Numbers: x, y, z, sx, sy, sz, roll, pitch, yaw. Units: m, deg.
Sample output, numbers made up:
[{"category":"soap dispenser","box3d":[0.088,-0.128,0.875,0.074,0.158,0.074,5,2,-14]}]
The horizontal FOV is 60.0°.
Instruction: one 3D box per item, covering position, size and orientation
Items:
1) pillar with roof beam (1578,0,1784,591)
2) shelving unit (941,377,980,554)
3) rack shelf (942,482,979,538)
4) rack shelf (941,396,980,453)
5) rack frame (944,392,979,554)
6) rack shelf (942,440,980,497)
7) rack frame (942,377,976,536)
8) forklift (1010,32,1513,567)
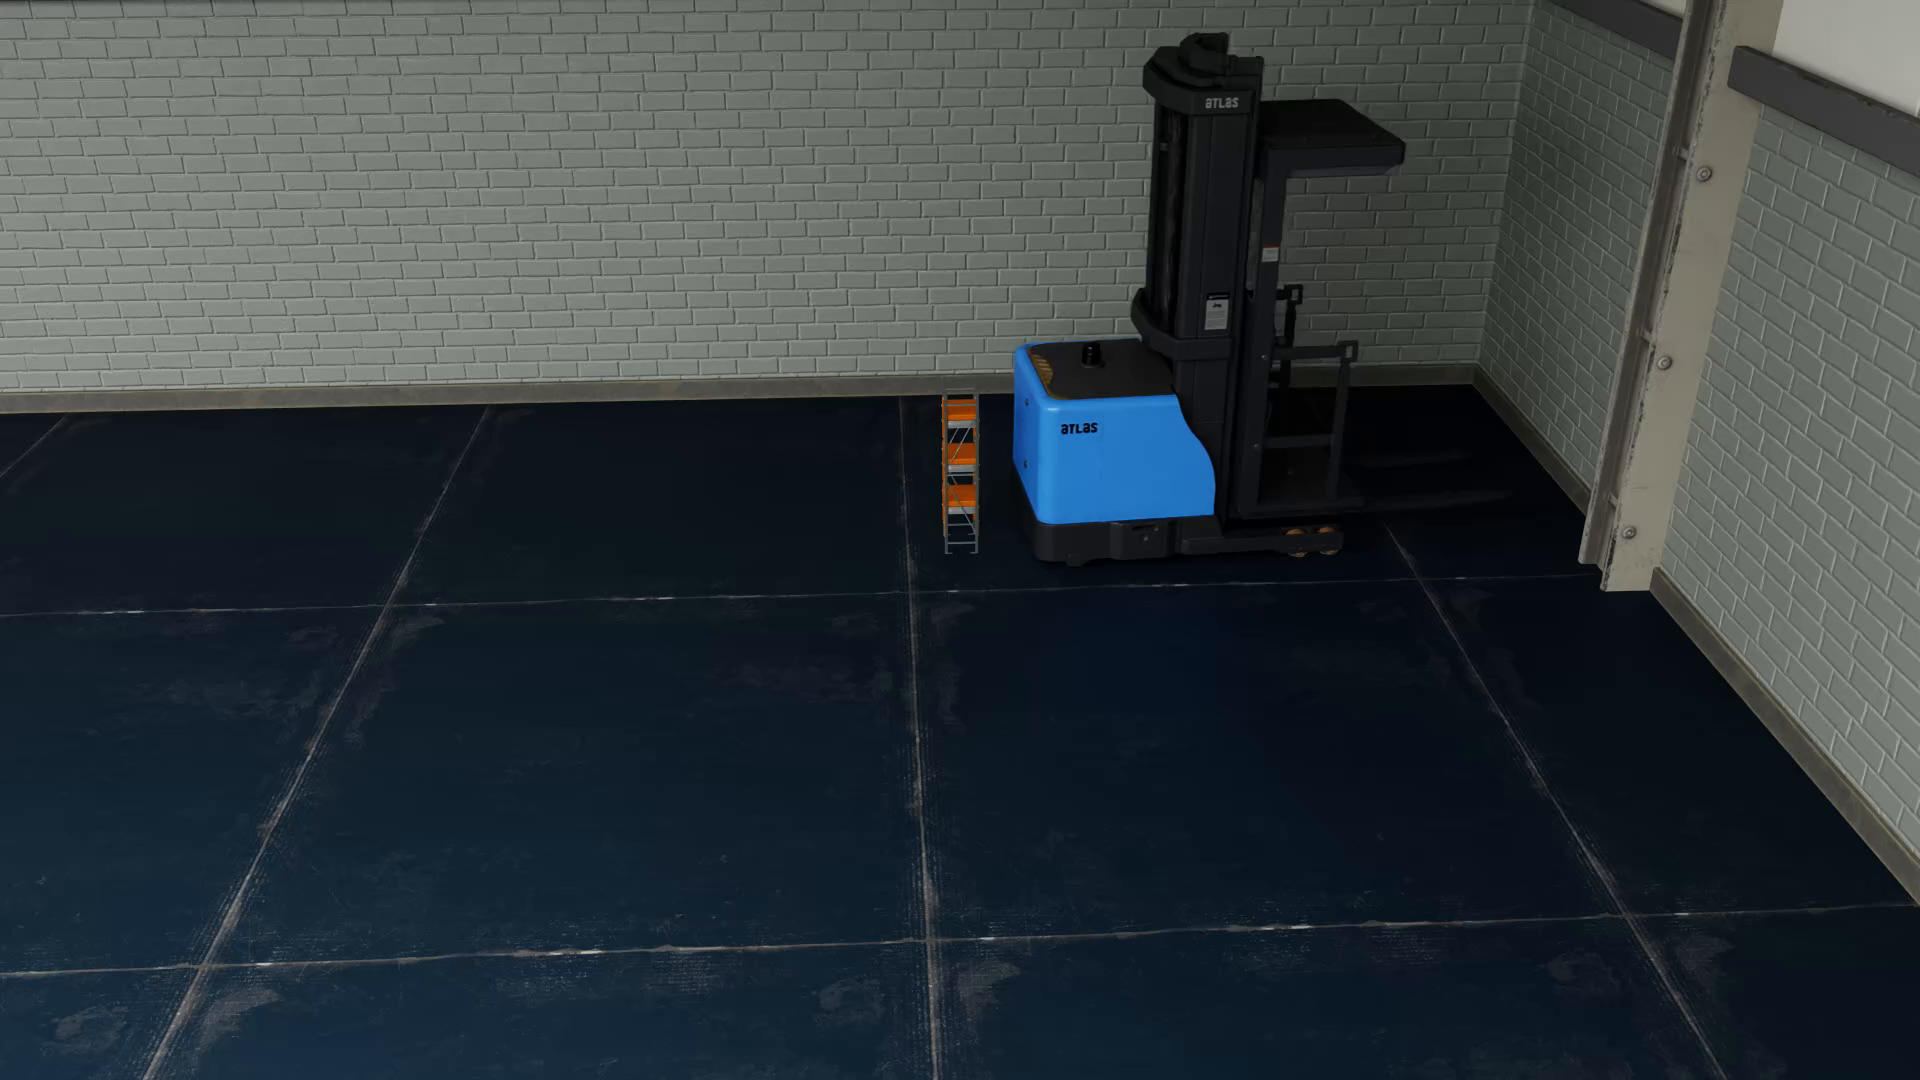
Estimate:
[{"category":"pillar with roof beam","box3d":[-0.412,-3.683,7.580,9.100,9.000,0.400,-1,28,-3]},{"category":"shelving unit","box3d":[0.003,-0.441,9.960,0.215,1.050,0.252,-1,28,-3]},{"category":"rack shelf","box3d":[0.003,-0.185,10.093,0.215,0.259,0.240,-1,28,-3]},{"category":"rack shelf","box3d":[0.003,-0.683,9.834,0.215,0.259,0.240,-1,28,-3]},{"category":"rack frame","box3d":[0.009,-0.384,9.852,0.200,1.050,0.008,-1,28,-3]},{"category":"rack shelf","box3d":[0.003,-0.431,9.965,0.215,0.259,0.240,-1,28,-3]},{"category":"rack frame","box3d":[-0.004,-0.497,10.068,0.200,1.050,0.008,-1,28,-3]},{"category":"forklift","box3d":[1.882,-1.436,9.835,3.031,2.935,1.130,-4,28,-7]}]
